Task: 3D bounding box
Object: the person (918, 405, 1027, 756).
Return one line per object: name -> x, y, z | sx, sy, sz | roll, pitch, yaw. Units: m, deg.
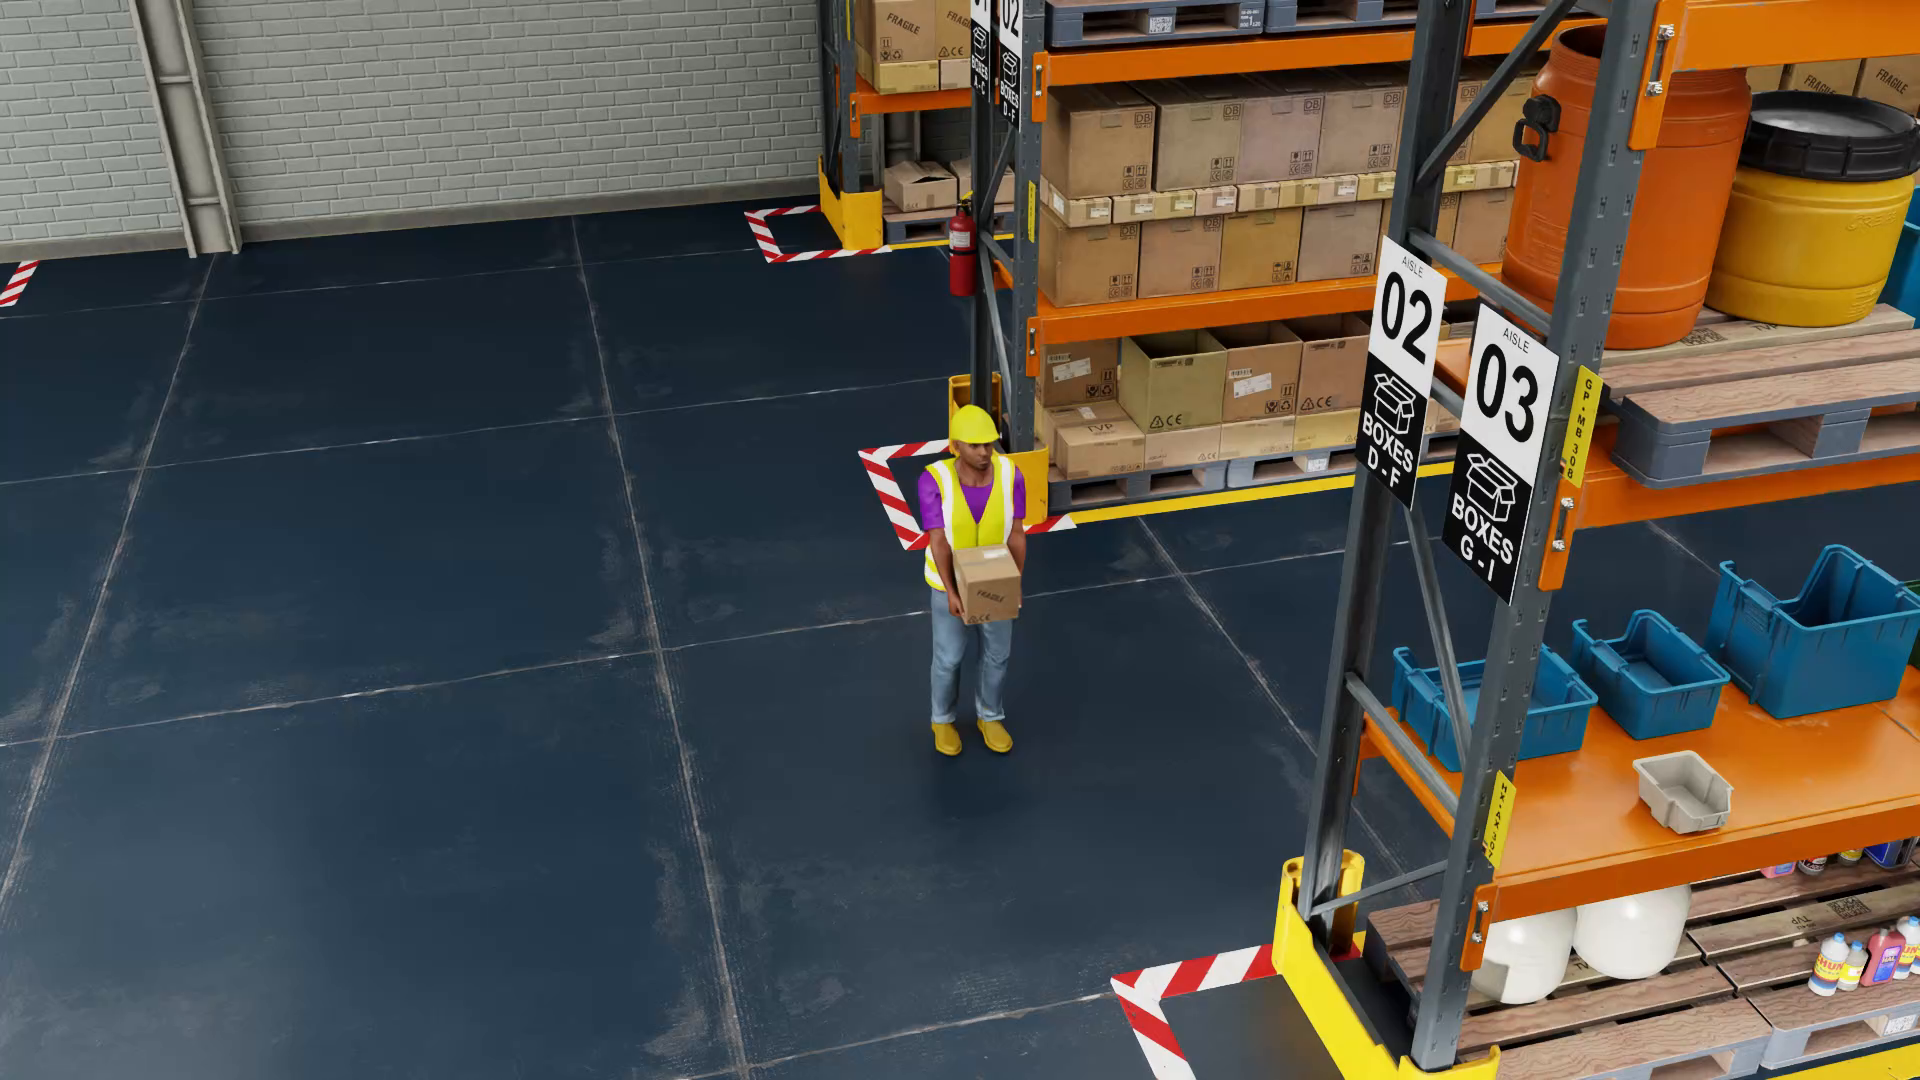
person -> 0.089, 0.240, 7.807 | 0.504, 1.761, 0.581 | -7, 31, -12
